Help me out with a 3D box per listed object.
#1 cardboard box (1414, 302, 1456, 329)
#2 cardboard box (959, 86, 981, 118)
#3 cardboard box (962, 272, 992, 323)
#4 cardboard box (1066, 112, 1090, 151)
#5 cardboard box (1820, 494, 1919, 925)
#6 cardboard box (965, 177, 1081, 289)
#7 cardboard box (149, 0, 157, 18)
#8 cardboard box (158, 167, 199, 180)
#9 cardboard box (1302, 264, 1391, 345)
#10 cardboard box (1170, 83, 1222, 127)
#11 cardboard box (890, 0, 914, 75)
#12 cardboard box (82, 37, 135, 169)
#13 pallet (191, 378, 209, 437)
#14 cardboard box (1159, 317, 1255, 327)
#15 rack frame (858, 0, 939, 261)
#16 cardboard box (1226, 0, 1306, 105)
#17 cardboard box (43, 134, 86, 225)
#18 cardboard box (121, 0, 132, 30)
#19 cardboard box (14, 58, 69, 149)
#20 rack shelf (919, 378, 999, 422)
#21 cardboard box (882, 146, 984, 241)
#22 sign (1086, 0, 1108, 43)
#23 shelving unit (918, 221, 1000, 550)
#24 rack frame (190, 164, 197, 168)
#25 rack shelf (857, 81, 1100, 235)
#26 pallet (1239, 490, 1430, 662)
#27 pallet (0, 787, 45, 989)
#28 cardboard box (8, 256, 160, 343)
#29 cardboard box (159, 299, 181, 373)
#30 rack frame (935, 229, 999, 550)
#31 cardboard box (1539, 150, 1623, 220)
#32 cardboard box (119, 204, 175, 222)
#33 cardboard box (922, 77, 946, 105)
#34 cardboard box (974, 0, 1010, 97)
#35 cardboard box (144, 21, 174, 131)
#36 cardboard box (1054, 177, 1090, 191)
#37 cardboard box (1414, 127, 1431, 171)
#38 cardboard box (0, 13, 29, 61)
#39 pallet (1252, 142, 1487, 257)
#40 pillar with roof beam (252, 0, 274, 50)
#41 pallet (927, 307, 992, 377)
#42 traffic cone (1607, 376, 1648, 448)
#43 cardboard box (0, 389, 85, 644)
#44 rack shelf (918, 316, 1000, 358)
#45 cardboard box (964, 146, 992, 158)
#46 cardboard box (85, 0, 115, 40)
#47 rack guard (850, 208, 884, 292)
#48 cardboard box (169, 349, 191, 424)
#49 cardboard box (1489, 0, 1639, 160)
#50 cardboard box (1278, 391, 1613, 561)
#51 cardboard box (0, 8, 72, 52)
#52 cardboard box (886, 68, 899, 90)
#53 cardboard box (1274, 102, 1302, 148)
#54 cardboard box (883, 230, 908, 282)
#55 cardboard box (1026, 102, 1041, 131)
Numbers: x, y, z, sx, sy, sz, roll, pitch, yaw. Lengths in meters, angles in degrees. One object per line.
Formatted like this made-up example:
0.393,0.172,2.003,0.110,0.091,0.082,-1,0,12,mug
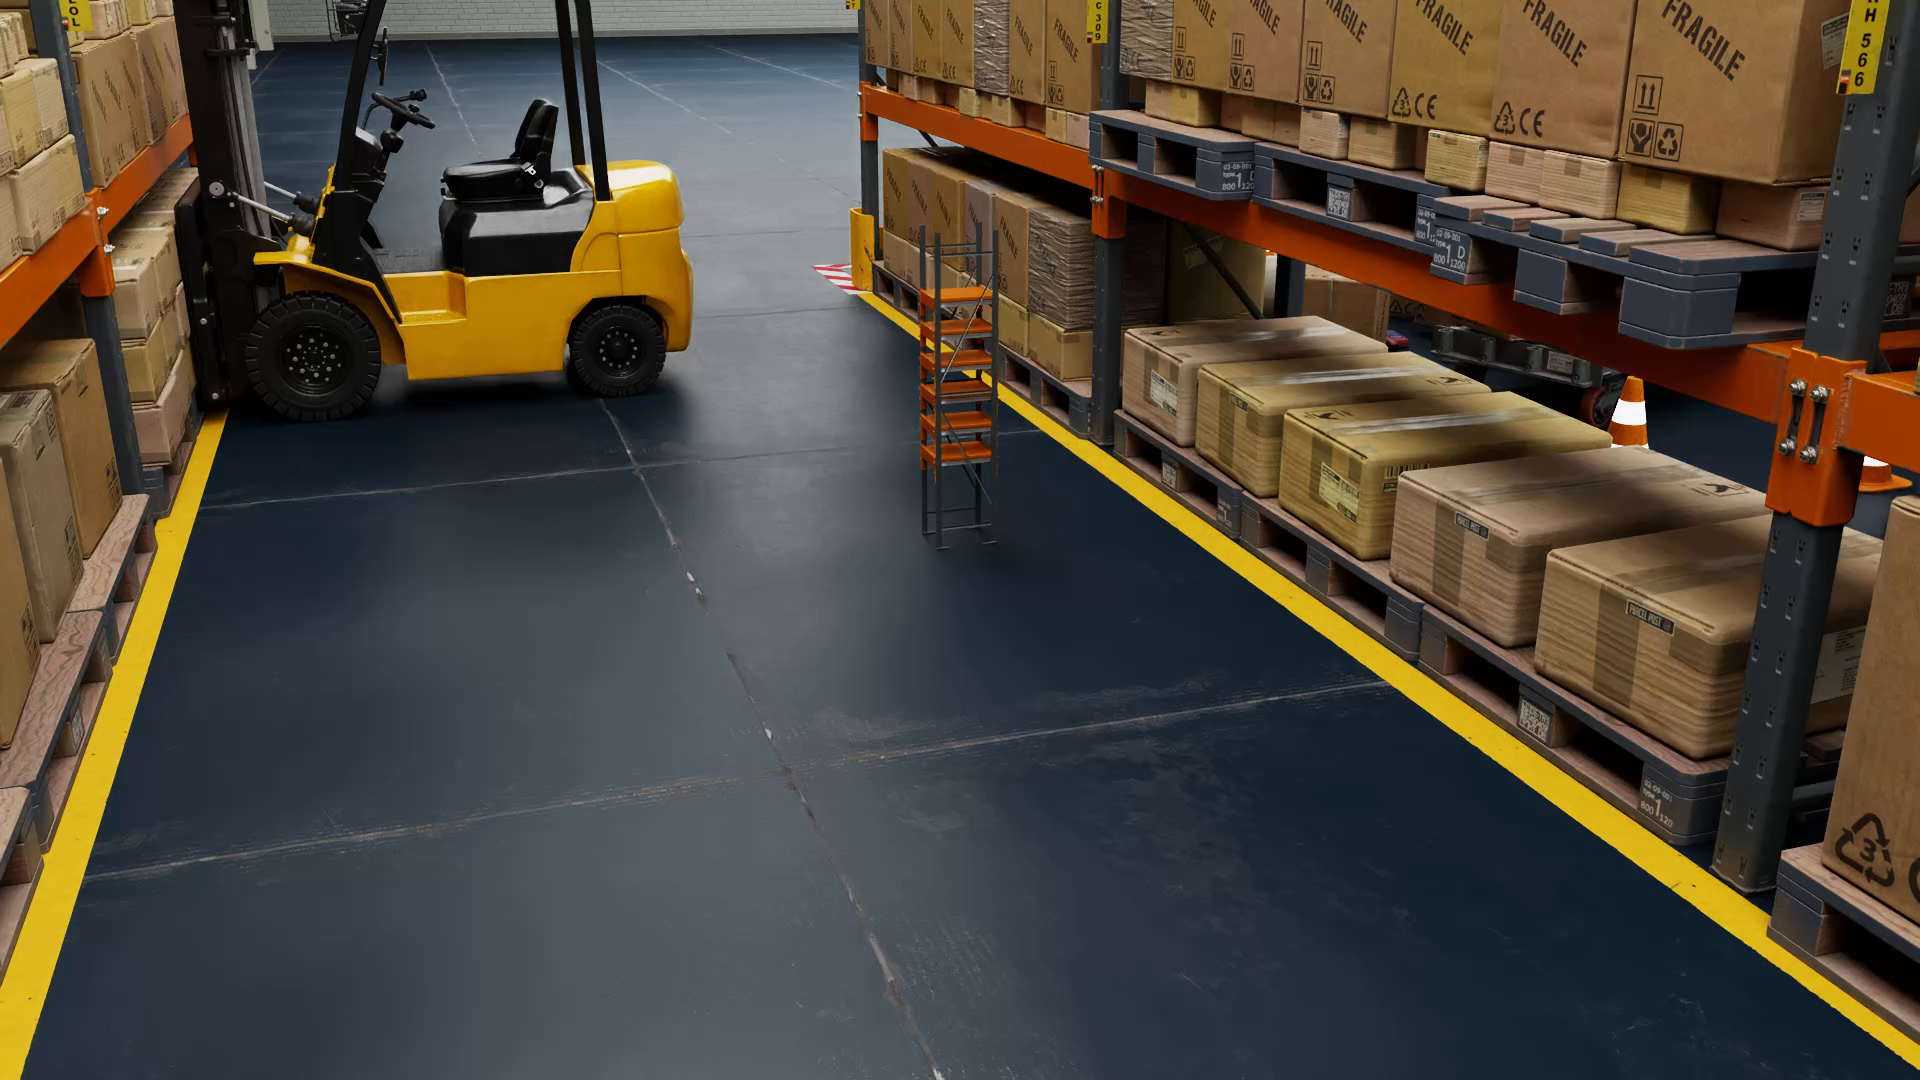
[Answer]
3.094,-1.484,9.602,0.797,0.637,0.503,-6,21,-17,cardboard box
0.214,-2.347,8.886,0.380,0.149,0.250,-6,21,-17,cardboard box
0.321,-1.303,9.054,0.500,0.250,0.500,-6,21,-16,cardboard box
0.703,-1.858,7.522,0.380,0.149,0.250,-7,21,-18,cardboard box
2.489,0.411,3.356,0.875,0.875,0.875,-7,21,-18,cardboard box
0.330,-1.649,8.908,0.500,0.500,0.500,-5,20,-14,cardboard box
-4.367,-2.762,8.562,0.380,0.149,0.250,-6,21,-16,cardboard box
-4.434,-1.920,9.291,0.500,0.250,0.500,-6,21,-15,cardboard box
2.049,-1.218,9.065,0.500,0.500,0.500,8,21,20,cardboard box
1.038,-1.692,6.441,0.380,0.149,0.250,-6,21,-16,cardboard box
-0.112,-3.028,9.822,0.500,0.500,0.500,-6,21,-16,cardboard box
-3.688,-1.759,6.728,0.500,0.500,0.500,-6,21,-16,cardboard box
-4.214,-0.716,8.097,1.003,0.211,1.213,-6,21,-17,pallet
1.165,-1.027,8.284,0.500,0.250,0.500,-7,21,-20,cardboard box
-0.163,-3.189,10.857,1.000,3.000,0.127,-6,21,-17,rack frame
1.269,-1.788,5.748,0.500,0.500,0.500,-7,21,-18,cardboard box
-3.210,-1.172,5.464,0.500,0.250,0.500,-6,21,-16,cardboard box
-3.935,-2.357,7.435,0.380,0.149,0.250,-7,21,-18,cardboard box
-3.220,-1.411,5.389,0.500,0.250,0.500,-7,21,-18,cardboard box
-0.005,-0.528,6.242,0.258,0.103,0.180,-6,21,-17,rack shelf
-0.164,-2.149,10.300,0.500,0.500,0.500,-7,21,-19,cardboard box
0.581,-2.252,6.969,0.100,0.325,0.005,-6,21,-17,sign
-0.005,-0.569,6.227,0.258,1.200,0.189,-6,21,-17,shelving unit
-4.874,-2.660,9.385,1.000,3.000,0.127,-6,21,-17,rack frame
0.465,-2.208,9.191,1.077,0.370,4.000,-6,21,-17,rack shelf
1.727,0.049,5.967,1.003,0.211,1.213,-6,21,-17,pallet
-2.582,0.951,3.456,1.003,0.211,1.213,-6,21,-17,pallet
-3.471,-0.939,6.561,0.500,0.250,0.500,-7,21,-18,cardboard box
-3.636,-0.865,7.093,0.500,0.250,0.500,-6,21,-17,cardboard box
0.024,-0.540,6.145,0.240,1.200,0.006,-6,21,-17,rack frame
1.750,-0.935,4.334,0.380,0.149,0.250,-7,21,-18,cardboard box
-3.947,-1.432,7.933,0.500,0.250,0.500,-7,21,-18,cardboard box
-0.005,-2.600,9.590,0.380,0.149,0.250,-6,21,-16,cardboard box
0.382,-2.539,8.459,0.500,0.500,0.500,-6,21,-16,cardboard box
-4.155,-2.245,8.082,0.500,0.500,0.500,-7,21,-18,cardboard box
0.824,-1.717,9.095,0.500,0.500,0.500,-5,20,-14,cardboard box
1.619,-1.198,5.065,0.380,0.149,0.250,-6,21,-17,cardboard box
-3.299,-1.643,5.445,0.380,0.149,0.250,-6,21,-15,cardboard box
1.690,-1.162,5.498,1.003,0.211,1.213,-6,21,-17,pallet
-10.854,-15.249,35.559,9.100,9.000,0.400,-6,21,-17,pillar with roof beam
0.462,-1.197,9.436,1.003,0.211,1.213,-6,21,-17,pallet
2.813,-0.462,7.018,0.336,0.463,0.334,-6,21,-17,traffic cone
-3.206,-0.040,4.983,0.875,0.625,0.625,-7,21,-18,cardboard box
-0.005,-0.753,6.160,0.258,0.103,0.180,-6,21,-17,rack shelf
0.336,-2.216,10.485,0.500,0.500,0.500,-6,21,-17,cardboard box
-3.666,-2.110,6.745,0.380,0.149,0.250,-6,21,-16,cardboard box
-0.139,-1.988,11.211,1.175,0.500,0.348,-6,21,-17,rack guard
-3.629,-0.632,7.184,0.500,0.250,0.500,-7,21,-18,cardboard box
1.771,-1.287,4.353,0.500,0.500,0.500,-7,21,-18,cardboard box
1.710,-0.245,5.926,0.950,0.372,0.625,-6,21,-15,cardboard box
-3.468,-1.859,6.047,0.380,0.149,0.250,-7,21,-18,cardboard box
-0.253,-2.939,10.534,0.380,0.149,0.250,-6,21,-17,cardboard box
1.317,-1.443,5.747,0.380,0.149,0.250,-6,21,-17,cardboard box
-0.172,-1.804,10.448,0.500,0.250,0.500,-7,21,-18,cardboard box
0.546,-2.110,8.226,0.380,0.149,0.250,-7,21,-18,cardboard box
